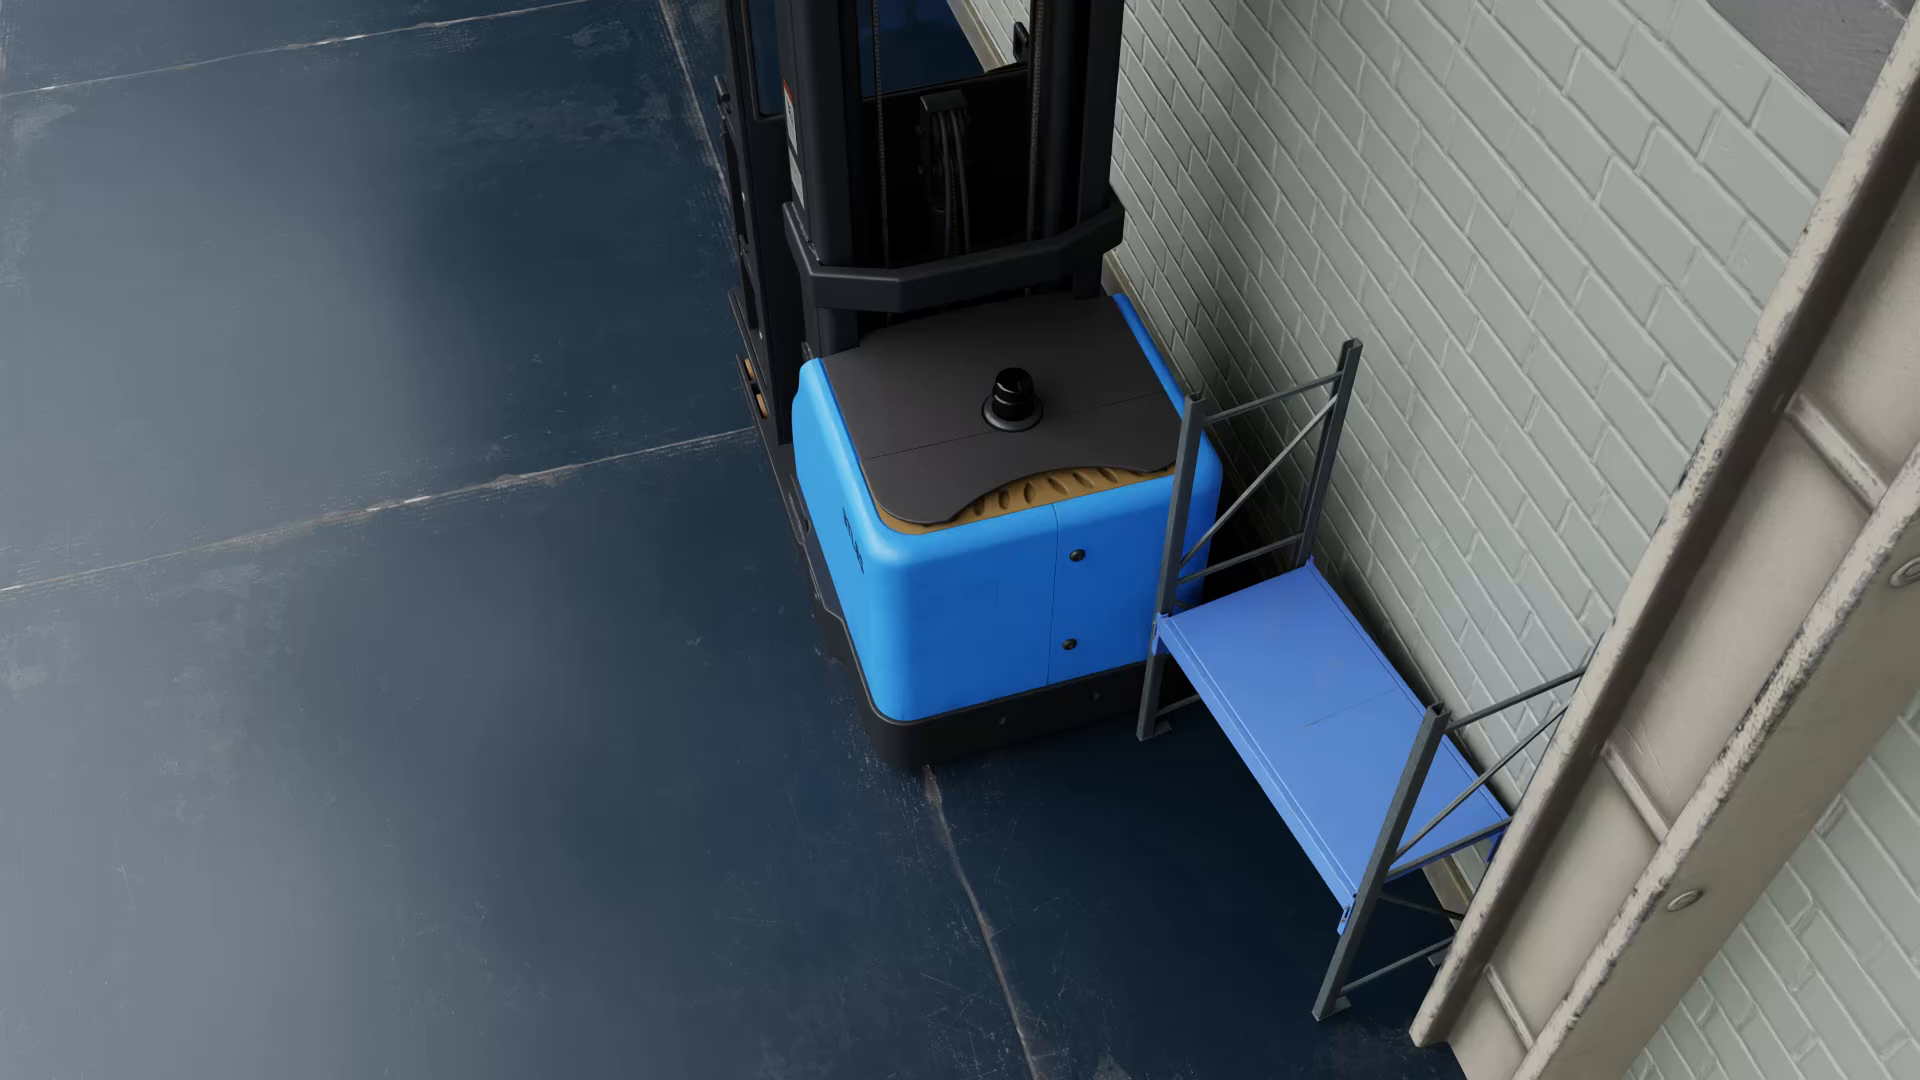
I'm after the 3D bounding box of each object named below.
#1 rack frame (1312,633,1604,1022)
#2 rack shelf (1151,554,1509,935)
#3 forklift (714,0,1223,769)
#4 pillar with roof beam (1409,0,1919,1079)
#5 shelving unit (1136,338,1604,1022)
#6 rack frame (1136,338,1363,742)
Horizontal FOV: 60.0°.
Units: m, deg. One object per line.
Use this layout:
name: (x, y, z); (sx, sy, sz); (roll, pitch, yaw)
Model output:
rack frame: (1.214, 0.765, 4.124); (0.500, 1.500, 0.032); (-19, 53, -16)
rack shelf: (1.001, 0.528, 4.559); (0.538, 0.185, 1.000); (-19, 53, -16)
forklift: (-0.189, -1.404, 5.017); (1.130, 2.935, 3.031); (-14, 51, -11)
pillar with roof beam: (-2.666, -0.462, 0.254); (9.100, 9.000, 0.400); (-13, 51, -11)
shelving unit: (1.001, 0.412, 4.422); (0.538, 1.500, 1.048); (-19, 53, -16)
rack frame: (0.787, 0.059, 4.719); (0.500, 1.500, 0.032); (-19, 53, -16)
